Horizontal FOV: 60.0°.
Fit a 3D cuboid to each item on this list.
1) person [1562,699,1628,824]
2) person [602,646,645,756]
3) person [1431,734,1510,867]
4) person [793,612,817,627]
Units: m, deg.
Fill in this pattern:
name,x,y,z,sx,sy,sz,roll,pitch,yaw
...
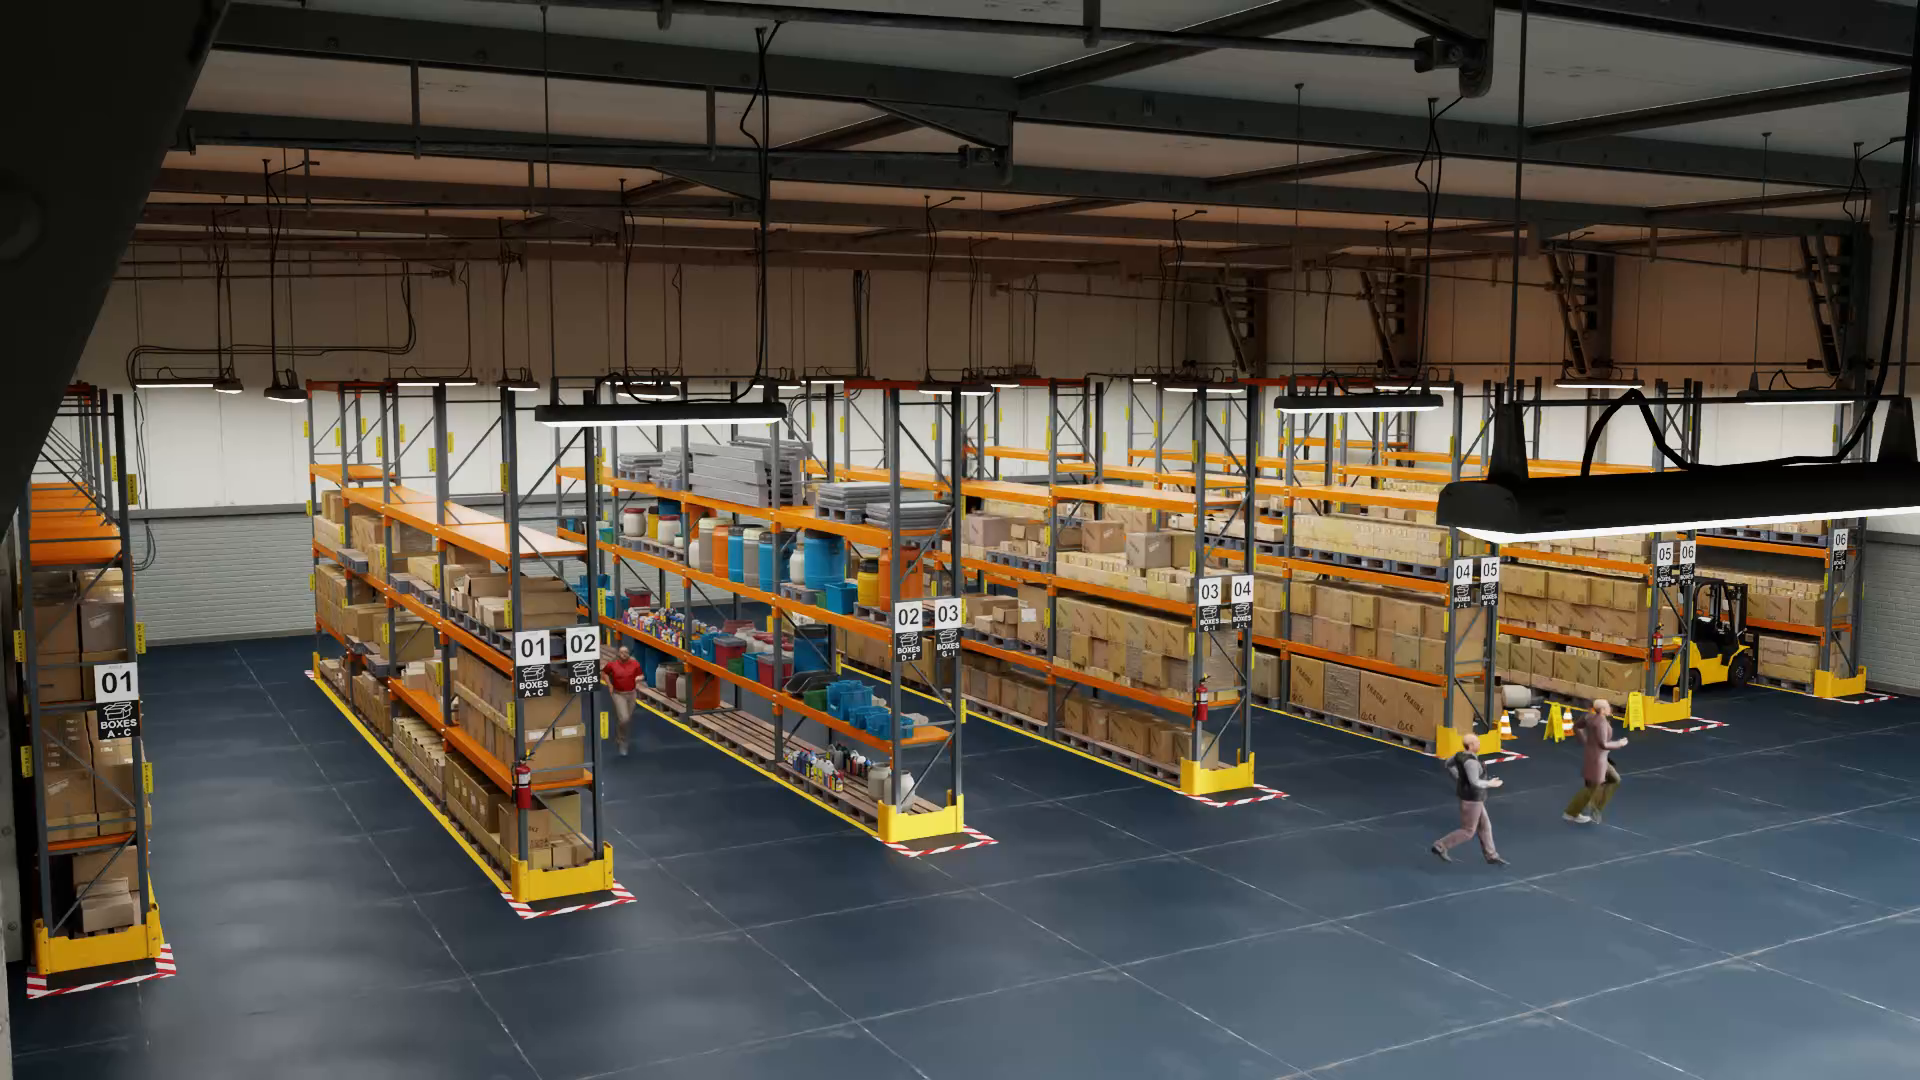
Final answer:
name,x,y,z,sx,sy,sz,roll,pitch,yaw
person,8.698,3.046,22.726,0.787,1.779,0.694,1,6,12
person,-5.463,2.611,27.165,0.626,1.810,0.800,-4,7,-31
person,6.405,3.262,20.804,1.012,1.699,0.671,0,6,5
person,-2.920,1.854,31.797,0.588,1.739,0.648,-4,8,-36
